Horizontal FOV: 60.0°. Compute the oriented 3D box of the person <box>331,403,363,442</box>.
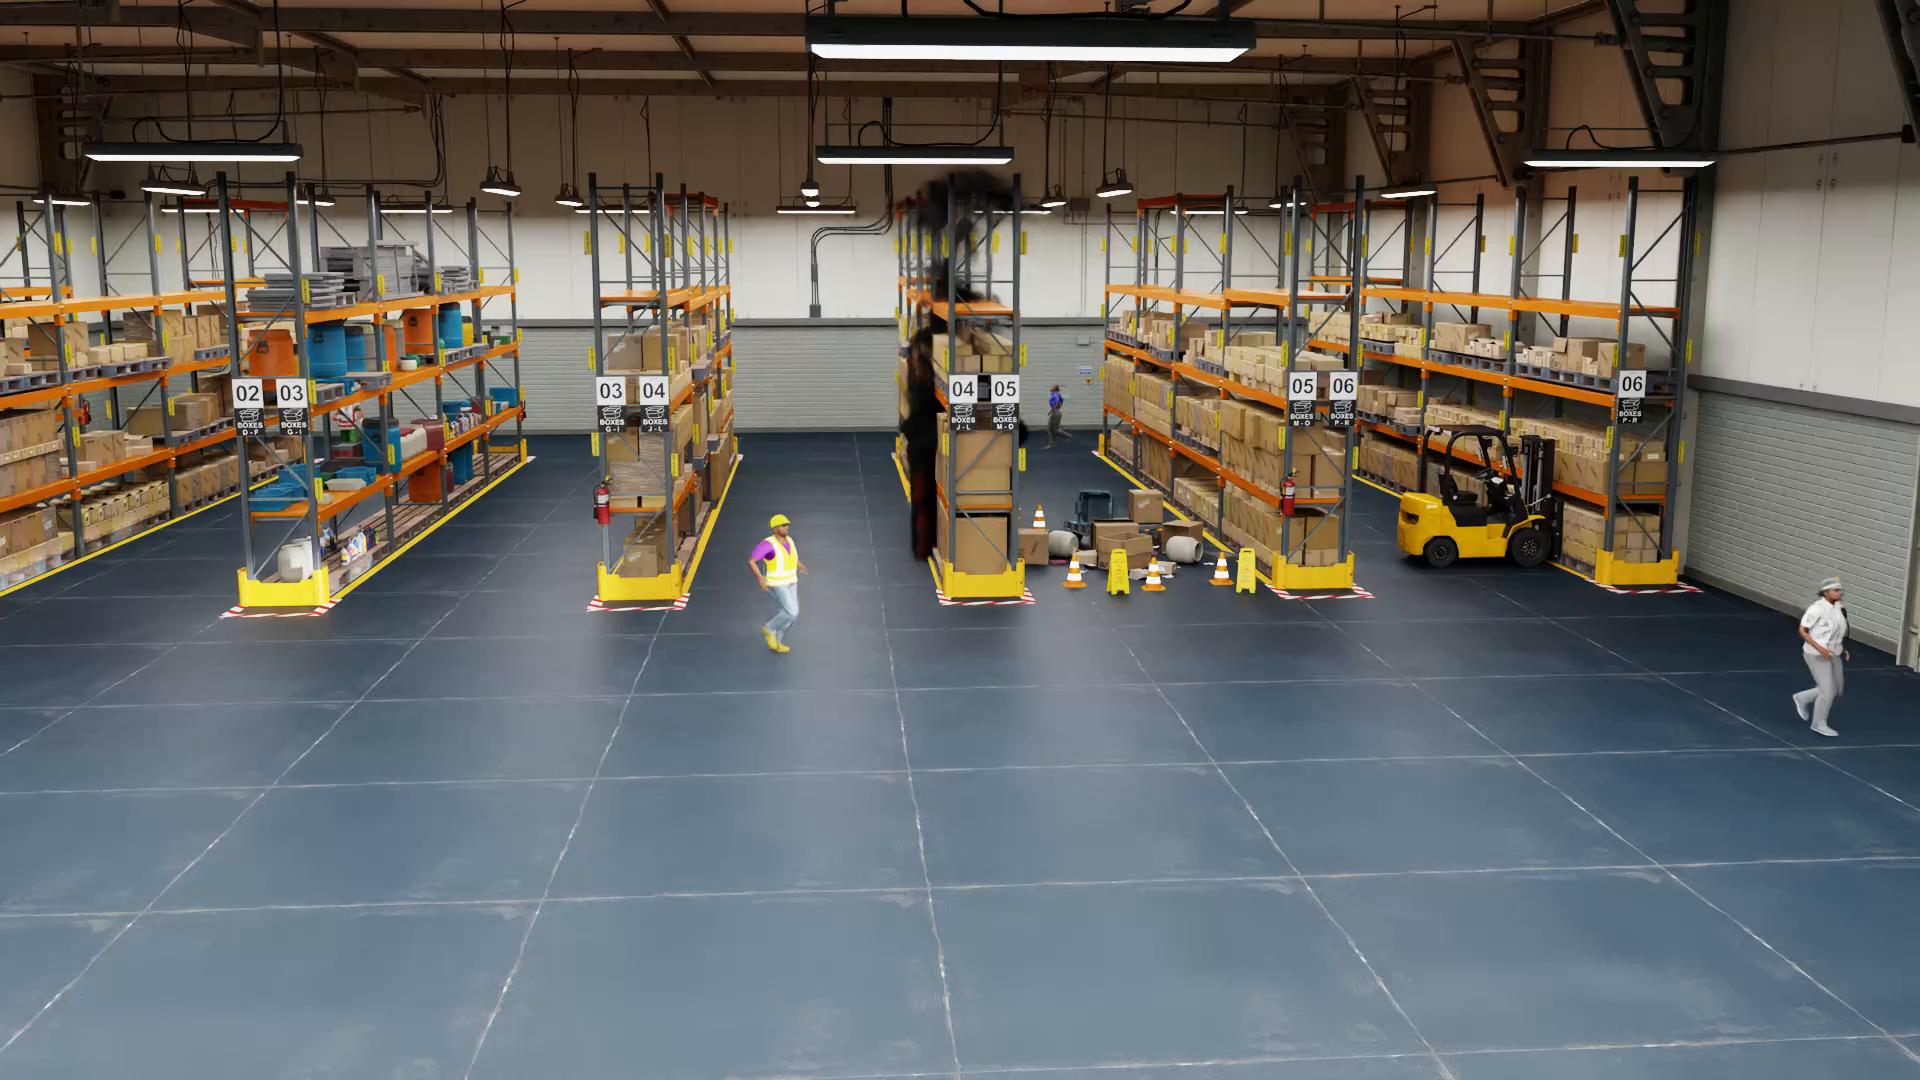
[{"bbox_3d":[-13.770,-2.485,37.404,0.665,1.792,0.968,-2,10,-11],"label":"person"}]

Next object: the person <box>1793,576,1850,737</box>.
[{"bbox_3d":[8.924,1.175,17.276,0.599,1.668,0.566,-5,11,-28],"label":"person"}]

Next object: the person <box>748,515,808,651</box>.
[{"bbox_3d":[-2.180,0.546,20.605,0.607,1.724,0.692,6,12,32],"label":"person"}]

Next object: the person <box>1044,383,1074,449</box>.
[{"bbox_3d":[2.465,-3.081,41.445,0.756,1.643,0.578,1,10,6],"label":"person"}]
